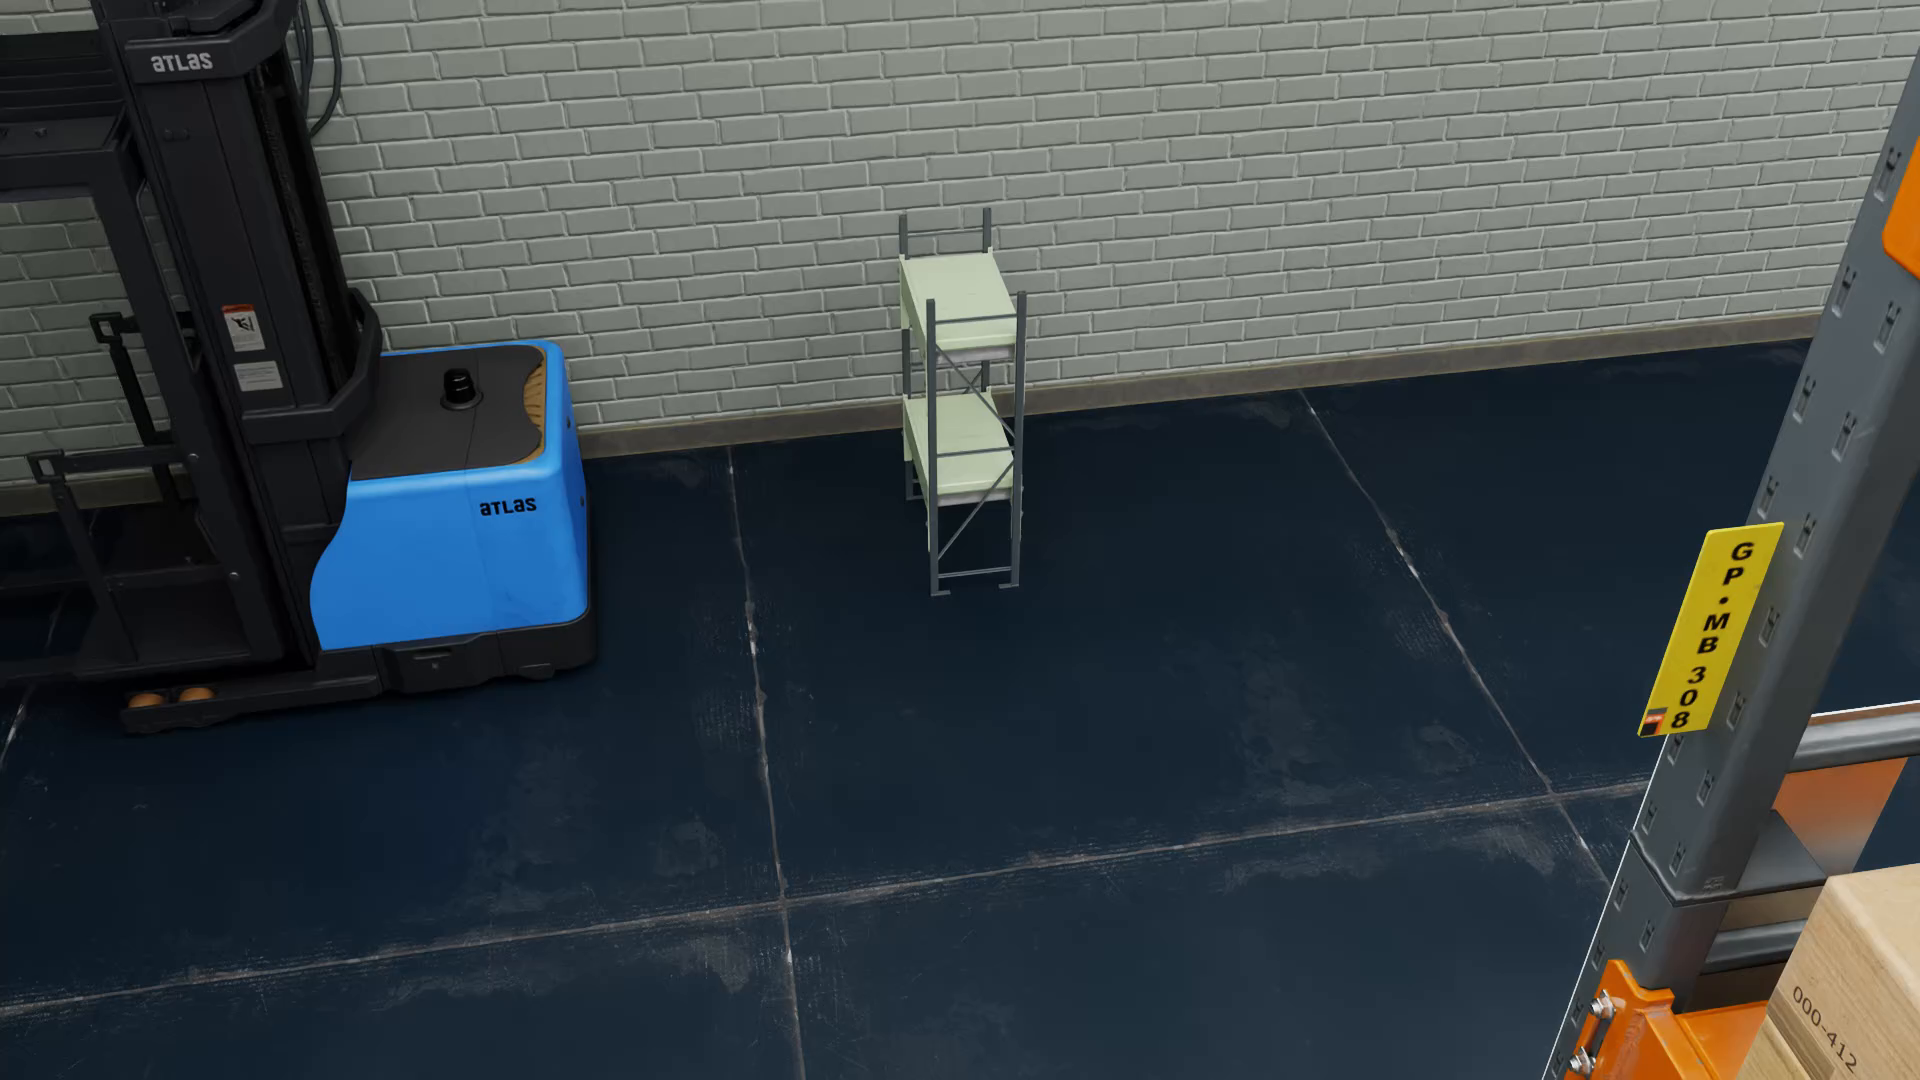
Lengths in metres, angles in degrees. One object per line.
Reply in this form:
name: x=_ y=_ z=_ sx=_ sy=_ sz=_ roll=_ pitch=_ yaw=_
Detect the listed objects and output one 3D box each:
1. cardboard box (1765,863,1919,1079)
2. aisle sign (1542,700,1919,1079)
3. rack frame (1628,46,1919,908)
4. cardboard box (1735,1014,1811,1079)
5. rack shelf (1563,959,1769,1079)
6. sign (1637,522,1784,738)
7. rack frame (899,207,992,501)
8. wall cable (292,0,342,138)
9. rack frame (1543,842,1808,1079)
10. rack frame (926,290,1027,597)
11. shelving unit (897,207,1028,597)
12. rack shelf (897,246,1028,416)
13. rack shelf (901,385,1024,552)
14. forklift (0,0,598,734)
cardboard box: x=1.270 y=0.601 z=1.802 sx=0.500 sy=0.250 sz=0.500 roll=-6 pitch=38 yaw=-8
aisle sign: x=1.136 y=0.549 z=2.480 sx=0.394 sy=0.787 sz=0.004 roll=-6 pitch=38 yaw=-8
rack frame: x=1.437 y=-0.784 z=1.424 sx=1.000 sy=3.000 sz=0.127 roll=-6 pitch=38 yaw=-8
cardboard box: x=1.276 y=0.797 z=1.956 sx=0.500 sy=0.250 sz=0.500 roll=-6 pitch=38 yaw=-8
rack shelf: x=1.787 y=1.893 z=1.010 sx=1.077 sy=0.370 sz=4.000 roll=-6 pitch=38 yaw=-8
sign: x=0.902 y=0.114 z=2.001 sx=0.100 sy=0.325 sz=0.005 roll=-6 pitch=38 yaw=-8
rack frame: x=-0.063 y=-0.809 z=7.569 sx=0.400 sy=1.500 sz=0.023 roll=-6 pitch=38 yaw=-8
wall cable: x=-4.079 y=-2.477 z=6.135 sx=3.097 sy=2.526 sz=0.112 roll=-6 pitch=38 yaw=-8
rack frame: x=1.437 y=1.585 z=3.265 sx=1.000 sy=3.000 sz=0.127 roll=-6 pitch=38 yaw=-8
rack frame: x=0.065 y=-0.367 z=7.000 sx=0.400 sy=1.500 sz=0.023 roll=-6 pitch=38 yaw=-8
shelving unit: x=0.001 y=-0.588 z=7.285 sx=0.431 sy=1.500 sz=0.755 roll=-6 pitch=38 yaw=-8
rack shelf: x=0.001 y=-0.896 z=7.045 sx=0.431 sy=0.370 sz=0.720 roll=-6 pitch=38 yaw=-8
rack shelf: x=0.001 y=-0.331 z=7.485 sx=0.431 sy=0.370 sz=0.720 roll=-6 pitch=38 yaw=-8
forklift: x=-3.098 y=-0.725 z=6.295 sx=3.031 sy=2.935 sz=1.130 roll=-6 pitch=38 yaw=-8
